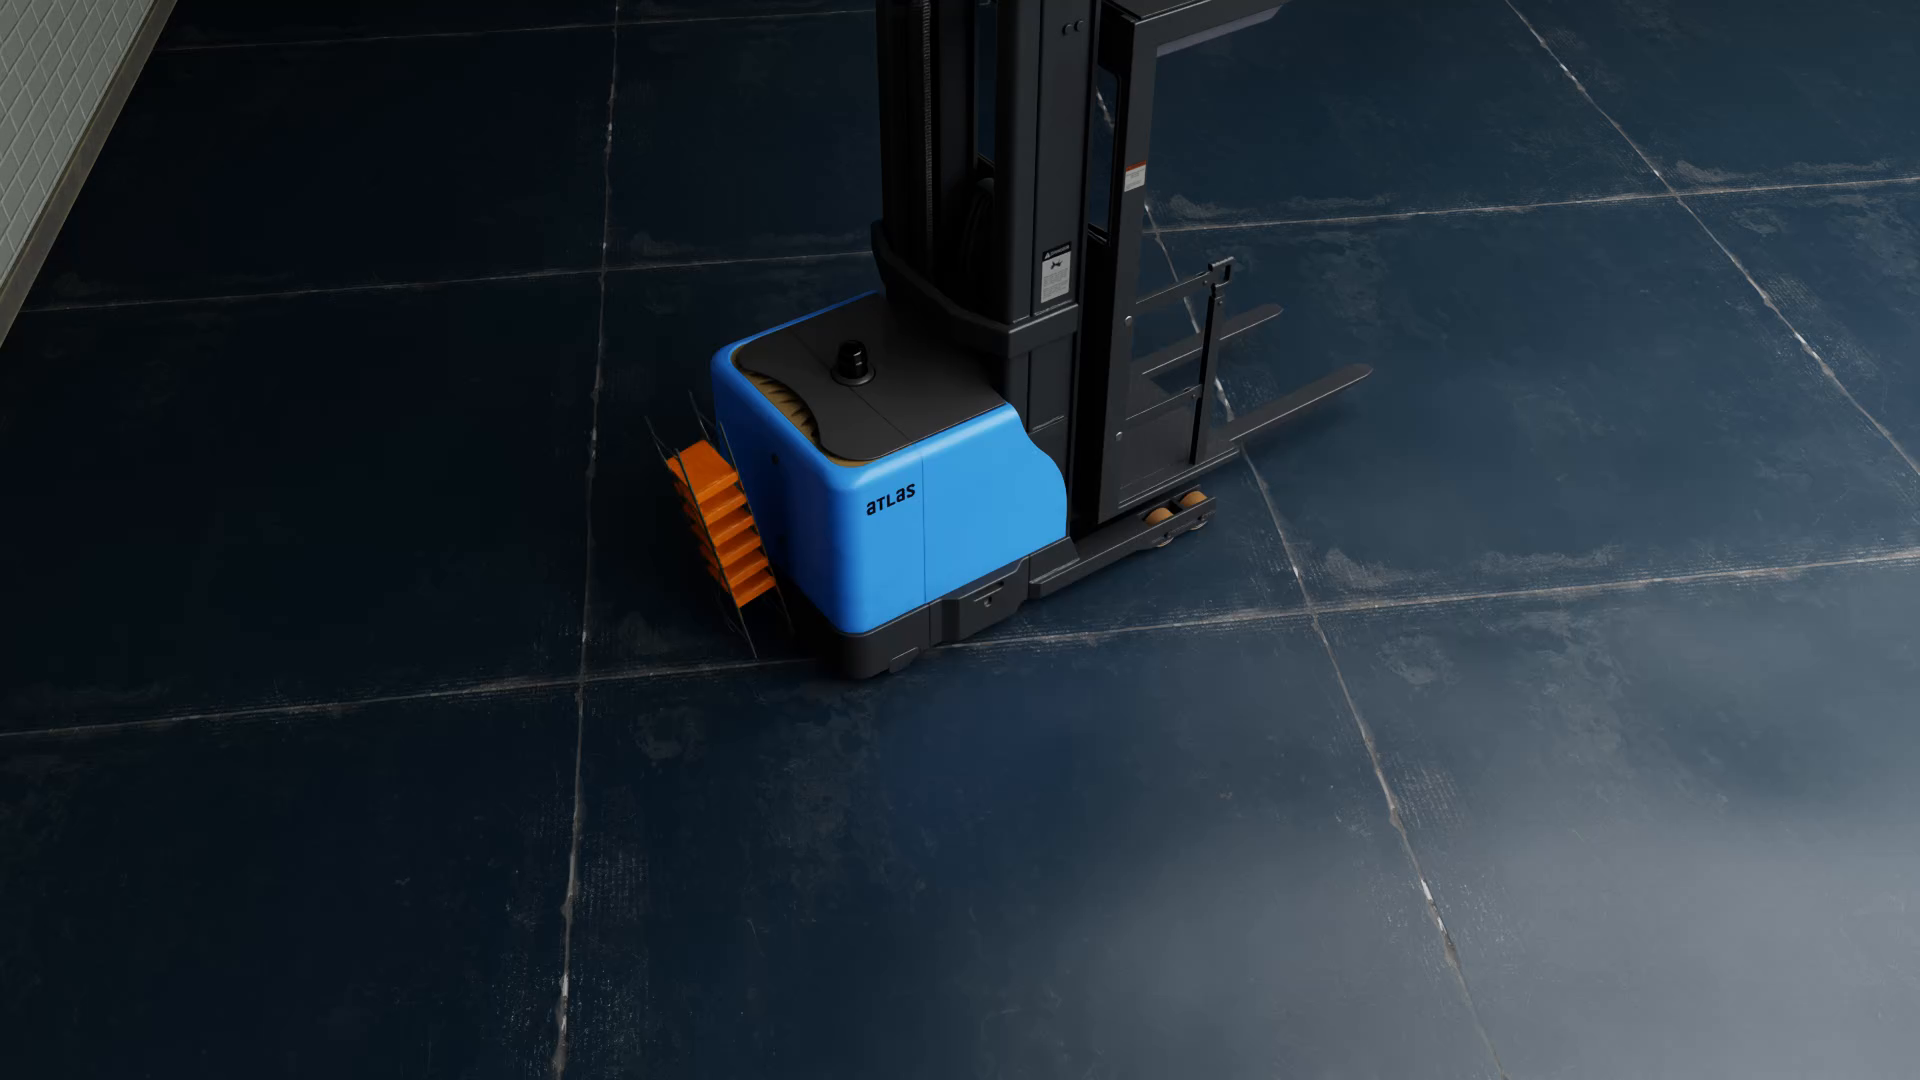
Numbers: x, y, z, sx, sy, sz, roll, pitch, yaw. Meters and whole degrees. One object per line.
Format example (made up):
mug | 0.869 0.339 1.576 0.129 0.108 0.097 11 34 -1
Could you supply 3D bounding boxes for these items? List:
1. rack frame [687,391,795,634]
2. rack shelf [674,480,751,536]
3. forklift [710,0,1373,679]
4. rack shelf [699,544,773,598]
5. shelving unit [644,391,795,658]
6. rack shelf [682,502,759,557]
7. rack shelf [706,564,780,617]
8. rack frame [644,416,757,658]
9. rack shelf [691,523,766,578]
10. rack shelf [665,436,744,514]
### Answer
rack frame | -0.832 -0.079 6.406 0.006 1.200 0.240 -33 51 -18
rack shelf | -0.933 -0.161 6.234 0.180 0.103 0.258 -33 51 -18
forklift | 0.510 -1.327 6.533 3.031 2.935 1.130 -25 48 -25
rack shelf | -0.881 0.077 6.499 0.180 0.103 0.258 -33 51 -18
shelving unit | -0.905 -0.032 6.378 0.189 1.200 0.258 -33 51 -18
rack shelf | -0.915 -0.082 6.322 0.180 0.103 0.258 -33 51 -18
rack shelf | -0.864 0.157 6.587 0.180 0.103 0.258 -33 51 -18
rack frame | -0.978 0.016 6.349 0.006 1.200 0.240 -33 51 -18
rack shelf | -0.898 -0.002 6.411 0.180 0.103 0.258 -33 51 -18
rack shelf | -0.950 -0.240 6.146 0.180 0.103 0.258 -33 51 -18
